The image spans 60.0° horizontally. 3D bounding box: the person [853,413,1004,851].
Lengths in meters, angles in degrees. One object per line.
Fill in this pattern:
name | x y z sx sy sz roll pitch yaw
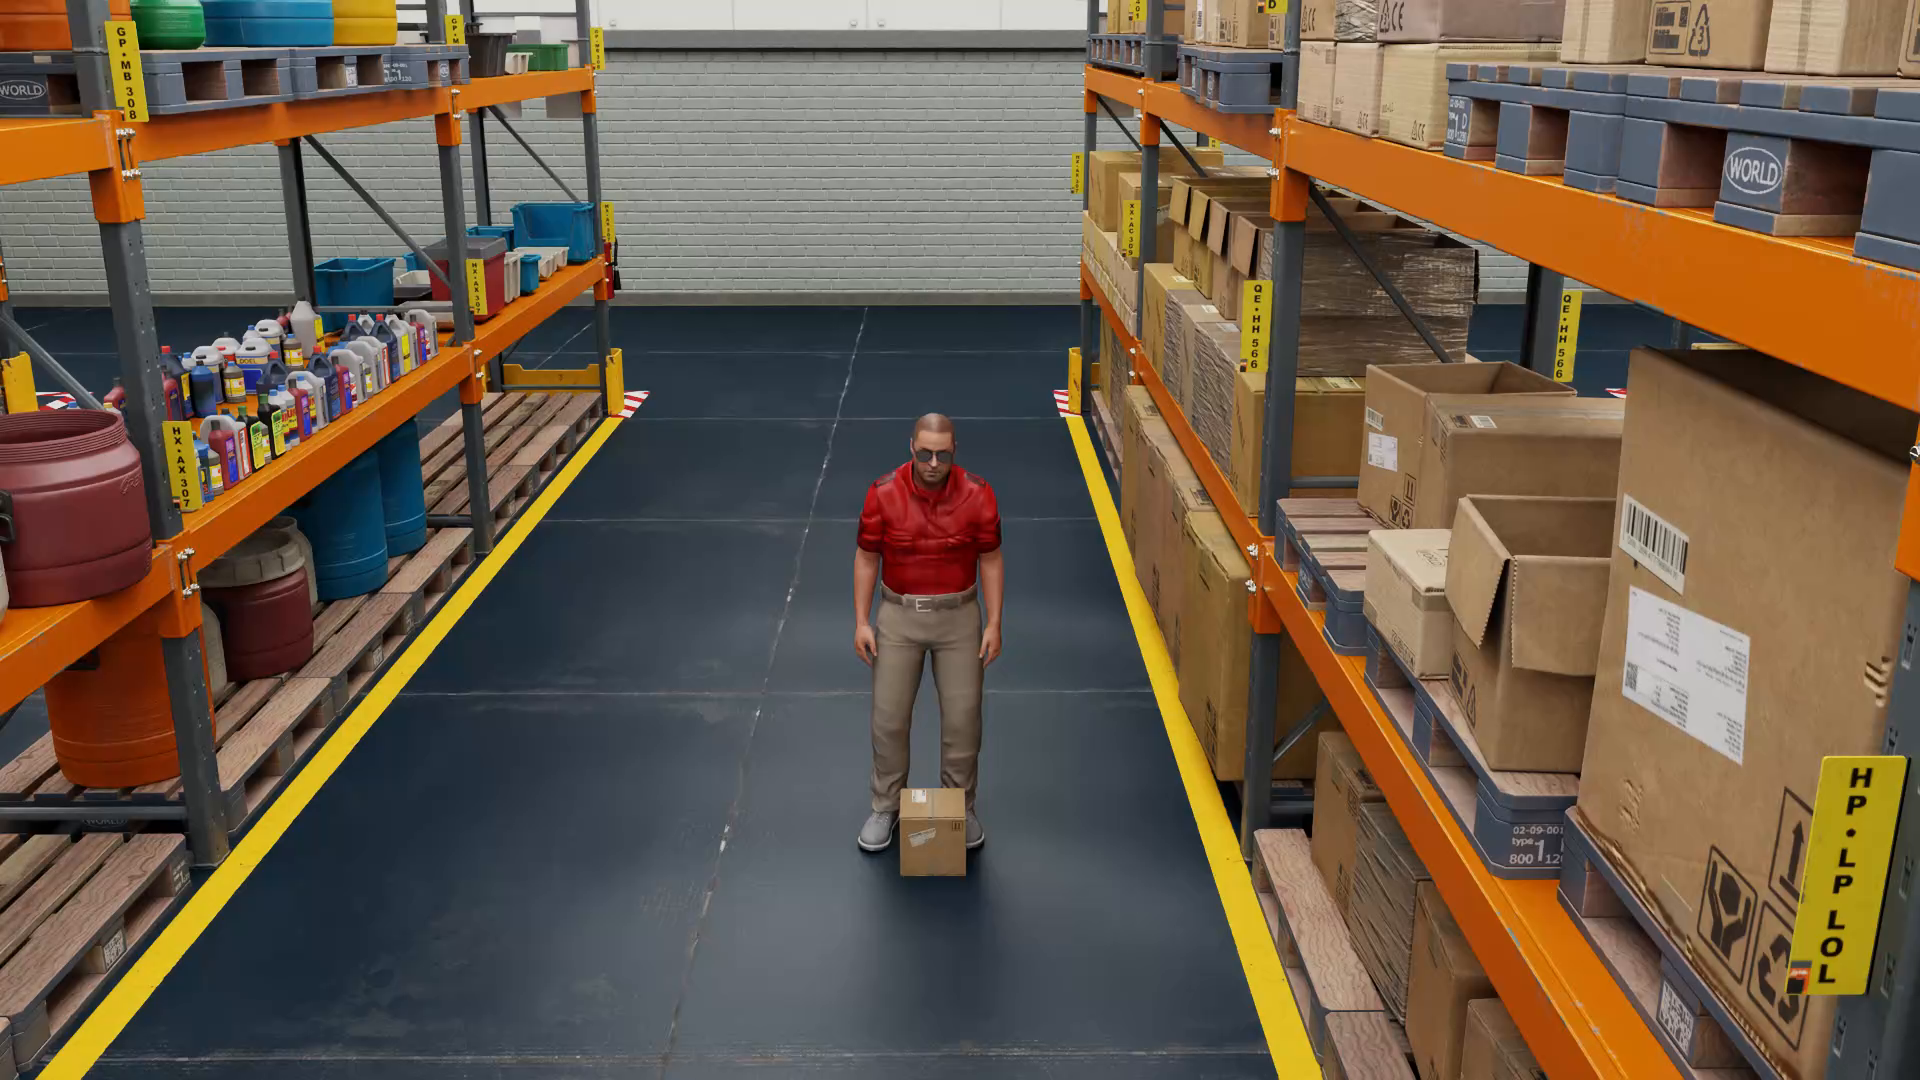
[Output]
person | -0.121 0.344 6.443 0.584 1.726 0.392 -1 17 -2
